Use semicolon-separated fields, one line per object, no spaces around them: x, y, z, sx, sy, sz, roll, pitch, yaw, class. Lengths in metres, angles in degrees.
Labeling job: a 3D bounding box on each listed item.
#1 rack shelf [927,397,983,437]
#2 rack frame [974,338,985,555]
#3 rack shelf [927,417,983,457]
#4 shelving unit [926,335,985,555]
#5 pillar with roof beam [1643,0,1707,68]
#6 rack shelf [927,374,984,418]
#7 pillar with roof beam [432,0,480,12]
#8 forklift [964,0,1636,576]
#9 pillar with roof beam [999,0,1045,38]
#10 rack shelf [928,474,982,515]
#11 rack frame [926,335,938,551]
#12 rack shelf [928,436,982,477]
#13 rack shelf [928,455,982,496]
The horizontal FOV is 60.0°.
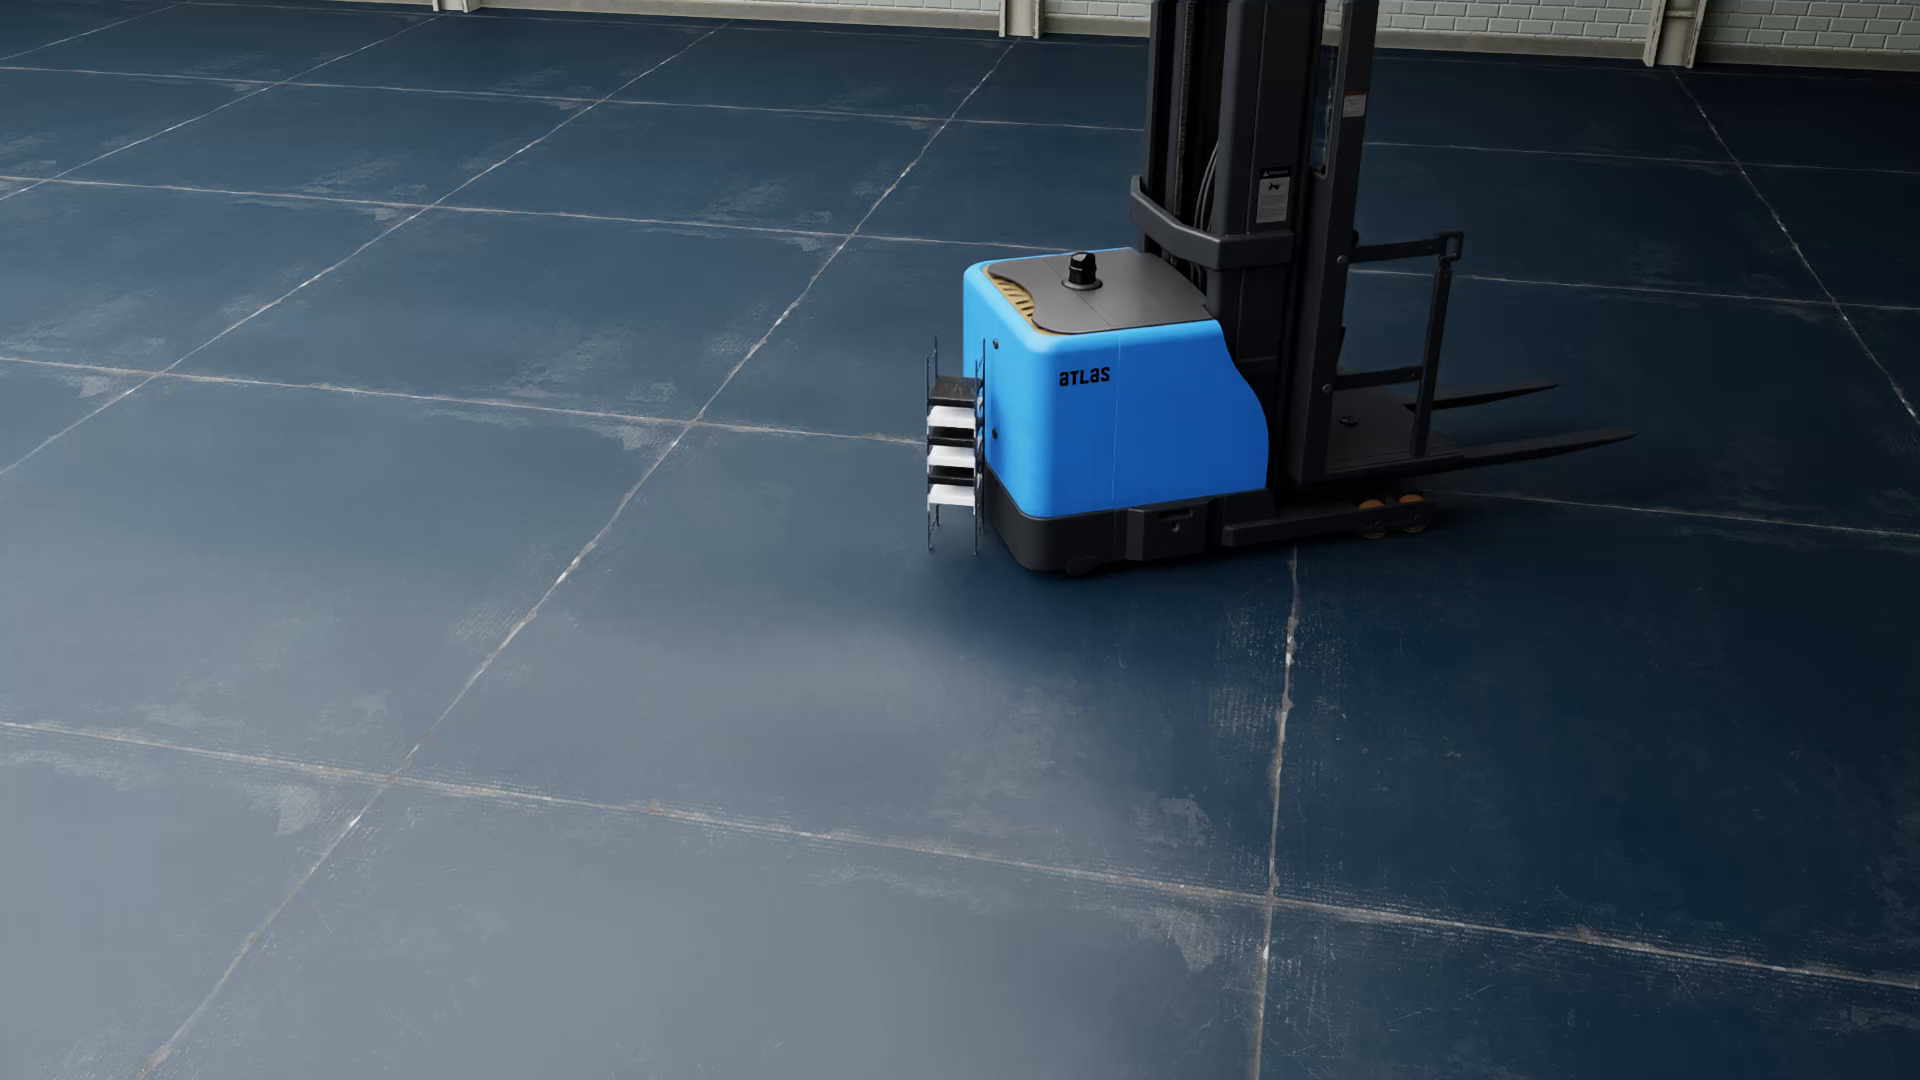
-0.017;-0.523;6.962;0.200;0.077;0.258;4;29;8;rack shelf
0.083;-0.387;7.019;0.006;0.900;0.240;4;29;8;rack frame
-0.017;-0.444;7.006;0.200;0.077;0.258;4;29;8;rack shelf
-0.017;-0.394;7.033;0.210;0.900;0.258;4;29;8;shelving unit
5.575;-6.287;9.364;0.400;9.000;9.100;6;29;11;pillar with roof beam
-0.017;-0.602;6.919;0.200;0.077;0.258;4;29;8;rack shelf
-6.160;-7.491;11.562;0.400;9.000;9.100;6;29;11;pillar with roof beam
1.577;-1.527;6.987;3.031;2.935;1.130;-8;30;-14;forklift
-0.292;-6.889;10.463;0.400;9.000;9.100;6;29;11;pillar with roof beam
-0.017;-0.207;7.135;0.200;0.077;0.258;4;29;8;rack shelf
-0.117;-0.402;7.047;0.006;0.900;0.240;4;29;8;rack frame
-0.017;-0.365;7.049;0.200;0.077;0.258;4;29;8;rack shelf
-0.017;-0.286;7.092;0.200;0.077;0.258;4;29;8;rack shelf
